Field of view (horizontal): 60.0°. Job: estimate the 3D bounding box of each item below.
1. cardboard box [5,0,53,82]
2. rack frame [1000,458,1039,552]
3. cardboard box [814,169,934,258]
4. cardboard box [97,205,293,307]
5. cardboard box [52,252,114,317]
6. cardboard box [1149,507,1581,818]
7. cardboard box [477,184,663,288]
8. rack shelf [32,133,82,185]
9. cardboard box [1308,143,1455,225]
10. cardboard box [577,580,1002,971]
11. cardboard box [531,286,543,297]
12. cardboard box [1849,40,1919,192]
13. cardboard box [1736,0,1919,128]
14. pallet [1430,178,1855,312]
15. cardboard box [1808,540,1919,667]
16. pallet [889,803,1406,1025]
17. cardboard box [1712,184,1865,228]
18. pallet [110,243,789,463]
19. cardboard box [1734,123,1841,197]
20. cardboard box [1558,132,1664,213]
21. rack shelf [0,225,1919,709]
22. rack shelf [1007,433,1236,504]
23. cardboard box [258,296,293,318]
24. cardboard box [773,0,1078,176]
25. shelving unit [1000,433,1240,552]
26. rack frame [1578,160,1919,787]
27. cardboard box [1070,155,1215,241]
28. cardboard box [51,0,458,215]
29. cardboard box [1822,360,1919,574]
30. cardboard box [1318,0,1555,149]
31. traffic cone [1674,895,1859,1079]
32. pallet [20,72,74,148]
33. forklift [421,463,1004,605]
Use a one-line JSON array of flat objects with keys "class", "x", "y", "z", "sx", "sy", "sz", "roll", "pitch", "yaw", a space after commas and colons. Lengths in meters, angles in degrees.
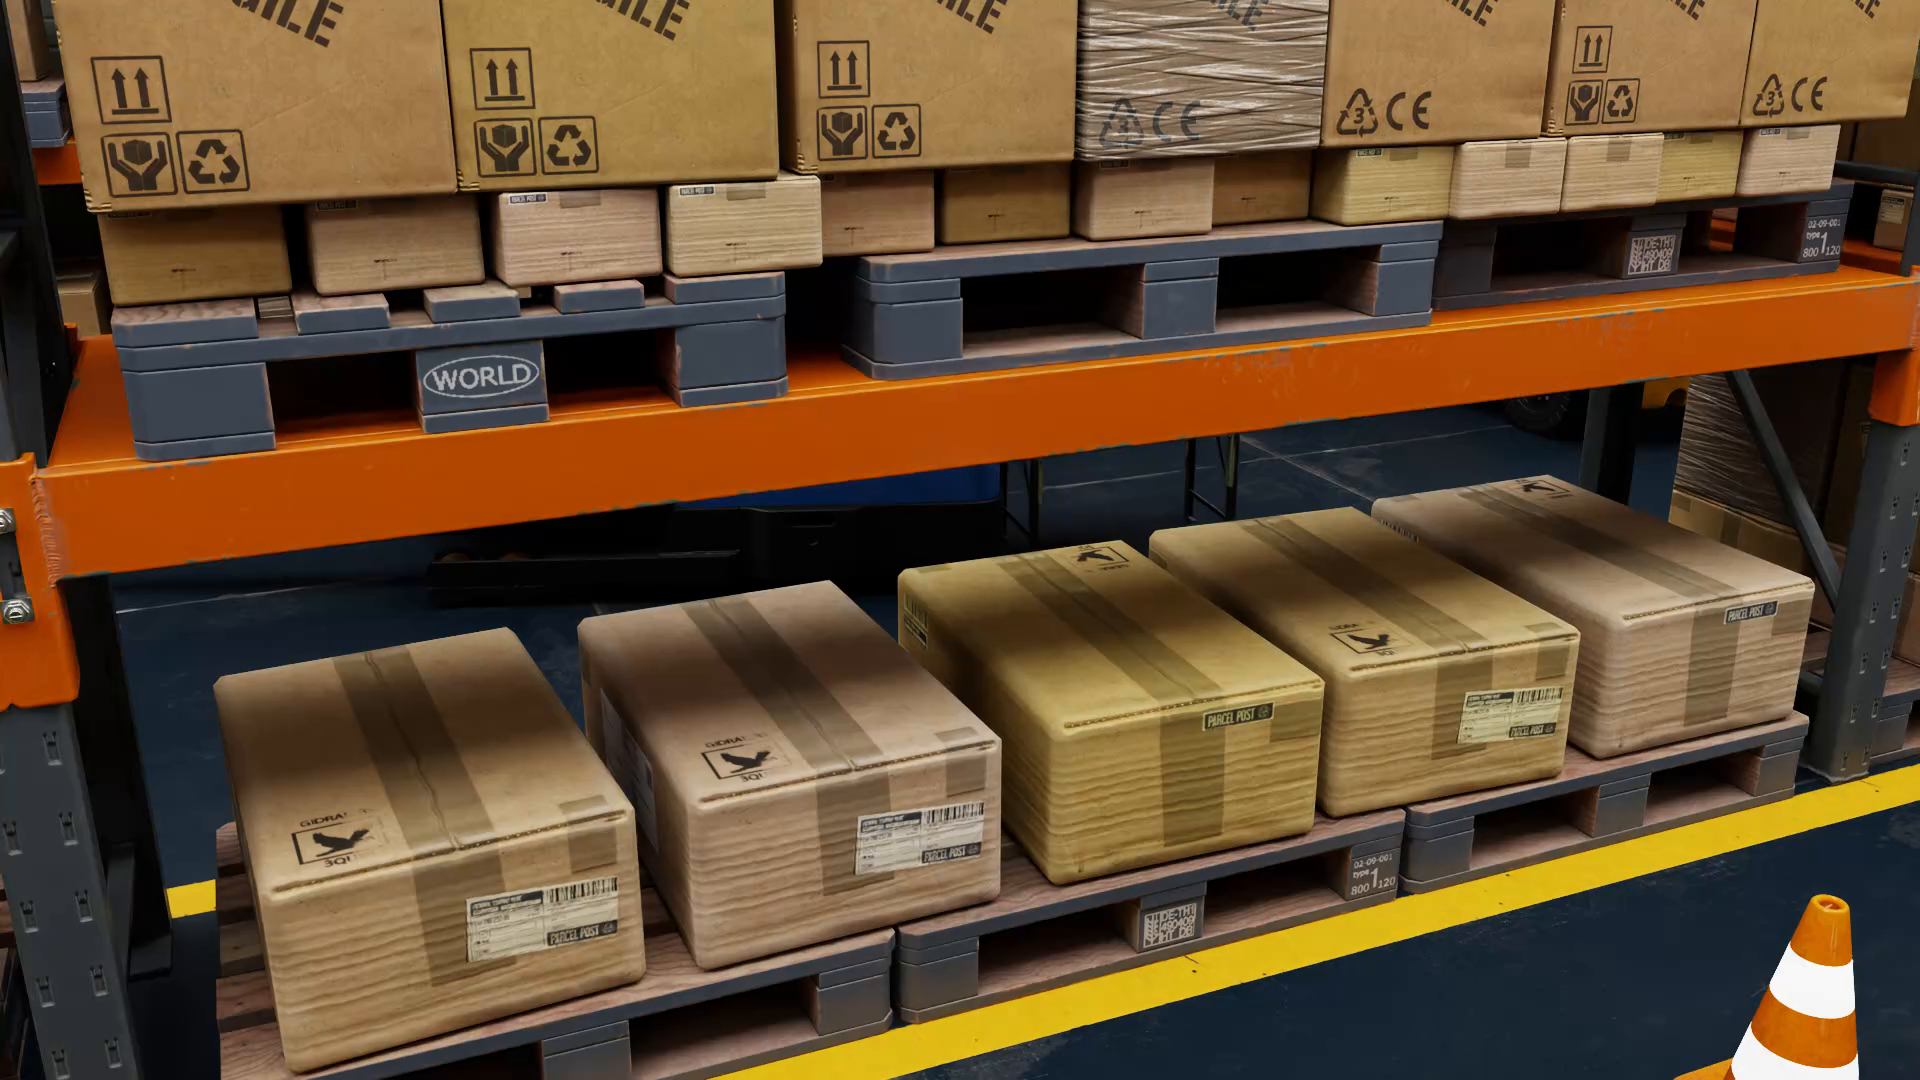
[{"class": "cardboard box", "x": -4.094, "y": -2.159, "z": 6.853, "sx": 0.500, "sy": 0.500, "sz": 0.500, "roll": -7, "pitch": 21, "yaw": -19}, {"class": "rack frame", "x": 0.204, "y": -0.668, "z": 5.662, "sx": 0.023, "sy": 1.500, "sz": 0.400, "roll": -5, "pitch": 20, "yaw": -15}, {"class": "cardboard box", "x": -0.225, "y": -0.620, "z": 3.013, "sx": 0.250, "sy": 0.149, "sz": 0.380, "roll": -7, "pitch": 21, "yaw": -19}, {"class": "cardboard box", "x": -1.218, "y": -0.486, "z": 2.631, "sx": 0.250, "sy": 0.149, "sz": 0.380, "roll": -9, "pitch": 22, "yaw": -25}, {"class": "cardboard box", "x": -4.058, "y": -0.983, "z": 7.427, "sx": 0.500, "sy": 0.500, "sz": 0.500, "roll": -7, "pitch": 21, "yaw": -20}, {"class": "cardboard box", "x": 0.943, "y": 0.260, "z": 4.091, "sx": 0.625, "sy": 0.372, "sz": 0.950, "roll": -7, "pitch": 21, "yaw": -19}, {"class": "cardboard box", "x": -0.676, "y": -0.535, "z": 2.770, "sx": 0.250, "sy": 0.149, "sz": 0.380, "roll": -10, "pitch": 22, "yaw": -25}, {"class": "rack shelf", "x": -5.396, "y": -1.331, "z": 6.369, "sx": 4.000, "sy": 0.370, "sz": 1.077, "roll": -8, "pitch": 21, "yaw": -22}, {"class": "cardboard box", "x": 0.777, "y": -0.744, "z": 3.366, "sx": 0.250, "sy": 0.149, "sz": 0.380, "roll": -8, "pitch": 21, "yaw": -22}, {"class": "cardboard box", "x": -0.393, "y": 0.450, "z": 3.551, "sx": 0.625, "sy": 0.372, "sz": 0.950, "roll": -9, "pitch": 21, "yaw": -23}, {"class": "cardboard box", "x": -1.767, "y": -1.266, "z": 8.045, "sx": 0.625, "sy": 0.625, "sz": 0.875, "roll": -9, "pitch": 21, "yaw": -24}, {"class": "cardboard box", "x": 2.597, "y": -1.107, "z": 4.051, "sx": 0.500, "sy": 0.500, "sz": 0.500, "roll": -8, "pitch": 21, "yaw": -22}, {"class": "cardboard box", "x": 1.749, "y": -1.201, "z": 3.686, "sx": 0.500, "sy": 0.500, "sz": 0.500, "roll": -9, "pitch": 21, "yaw": -23}, {"class": "pallet", "x": 1.323, "y": -0.800, "z": 4.066, "sx": 1.213, "sy": 0.211, "sz": 1.003, "roll": -8, "pitch": 21, "yaw": -22}, {"class": "cardboard box", "x": 2.731, "y": 0.157, "z": 4.567, "sx": 0.500, "sy": 0.250, "sz": 0.500, "roll": -9, "pitch": 21, "yaw": -24}, {"class": "pallet", "x": 0.246, "y": 0.633, "z": 3.905, "sx": 1.213, "sy": 0.211, "sz": 1.003, "roll": -8, "pitch": 21, "yaw": -22}, {"class": "cardboard box", "x": 2.257, "y": -0.963, "z": 4.619, "sx": 0.250, "sy": 0.149, "sz": 0.380, "roll": -8, "pitch": 21, "yaw": -22}, {"class": "pallet", "x": -0.978, "y": -0.456, "z": 3.089, "sx": 1.003, "sy": 0.211, "sz": 1.213, "roll": -8, "pitch": 21, "yaw": -22}, {"class": "cardboard box", "x": 1.719, "y": -0.874, "z": 3.734, "sx": 0.250, "sy": 0.149, "sz": 0.380, "roll": -8, "pitch": 21, "yaw": -21}, {"class": "cardboard box", "x": 1.248, "y": -0.800, "z": 3.524, "sx": 0.250, "sy": 0.149, "sz": 0.380, "roll": -9, "pitch": 21, "yaw": -23}, {"class": "rack shelf", "x": 0.246, "y": -0.344, "z": 3.566, "sx": 4.000, "sy": 0.370, "sz": 1.077, "roll": -8, "pitch": 21, "yaw": -22}, {"class": "rack shelf", "x": 0.556, "y": -0.394, "z": 5.864, "sx": 0.720, "sy": 0.370, "sz": 0.431, "roll": -5, "pitch": 20, "yaw": -15}, {"class": "cardboard box", "x": -2.982, "y": -1.089, "z": 7.543, "sx": 0.625, "sy": 0.625, "sz": 0.875, "roll": -7, "pitch": 21, "yaw": -20}, {"class": "cardboard box", "x": -0.125, "y": -0.937, "z": 2.936, "sx": 0.500, "sy": 0.500, "sz": 0.500, "roll": -8, "pitch": 21, "yaw": -21}, {"class": "shelving unit", "x": 0.556, "y": -0.701, "z": 5.756, "sx": 0.755, "sy": 1.500, "sz": 0.431, "roll": -5, "pitch": 20, "yaw": -15}, {"class": "rack frame", "x": 2.082, "y": -0.946, "z": 4.194, "sx": 0.127, "sy": 3.000, "sz": 1.000, "roll": -8, "pitch": 21, "yaw": -22}, {"class": "cardboard box", "x": 0.285, "y": -0.684, "z": 3.193, "sx": 0.250, "sy": 0.149, "sz": 0.380, "roll": -7, "pitch": 21, "yaw": -20}, {"class": "cardboard box", "x": -1.085, "y": -0.794, "z": 2.531, "sx": 0.500, "sy": 0.500, "sz": 0.500, "roll": -9, "pitch": 21, "yaw": -23}, {"class": "cardboard box", "x": 2.731, "y": -0.197, "z": 4.443, "sx": 0.500, "sy": 0.500, "sz": 0.500, "roll": -7, "pitch": 21, "yaw": -19}, {"class": "cardboard box", "x": 0.818, "y": -1.070, "z": 3.313, "sx": 0.500, "sy": 0.500, "sz": 0.500, "roll": -7, "pitch": 21, "yaw": -20}, {"class": "traffic cone", "x": 1.498, "y": 0.840, "z": 2.939, "sx": 0.334, "sy": 0.463, "sz": 0.336, "roll": -8, "pitch": 21, "yaw": -22}, {"class": "pallet", "x": -4.154, "y": -1.732, "z": 6.715, "sx": 1.003, "sy": 0.211, "sz": 1.213, "roll": -8, "pitch": 21, "yaw": -22}, {"class": "forklift", "x": -1.394, "y": -1.352, "z": 5.449, "sx": 3.031, "sy": 2.935, "sz": 1.130, "roll": -1, "pitch": 19, "yaw": -4}]
